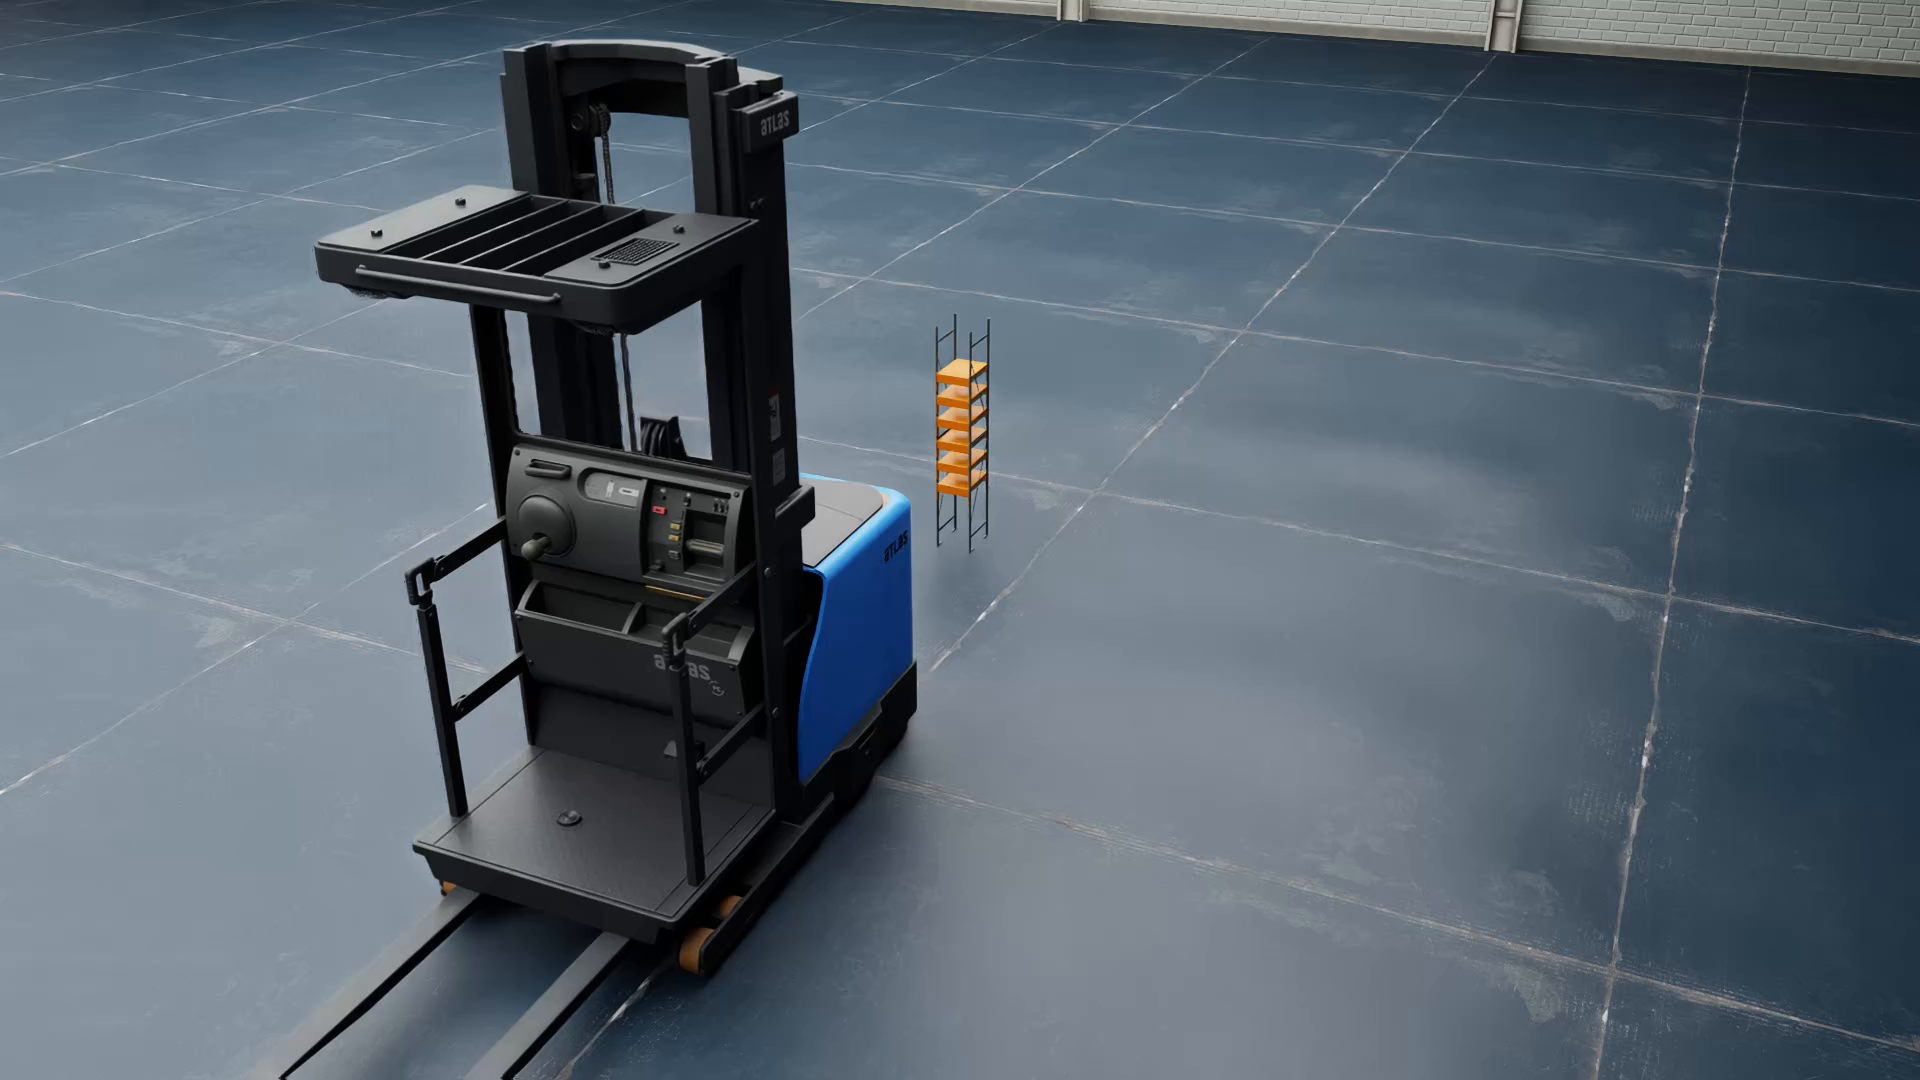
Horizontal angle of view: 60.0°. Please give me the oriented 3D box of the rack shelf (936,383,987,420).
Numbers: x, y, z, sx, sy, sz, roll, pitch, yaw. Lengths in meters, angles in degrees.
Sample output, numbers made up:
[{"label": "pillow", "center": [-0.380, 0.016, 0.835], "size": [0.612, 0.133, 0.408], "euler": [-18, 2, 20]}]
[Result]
[{"label": "rack shelf", "center": [0.013, -0.711, 8.393], "size": [0.180, 0.103, 0.258], "euler": [11, 28, 22]}]

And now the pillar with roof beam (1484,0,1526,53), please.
[{"label": "pillar with roof beam", "center": [5.317, -8.735, 16.305], "size": [0.400, 9.000, 9.100], "euler": [11, 28, 22]}]

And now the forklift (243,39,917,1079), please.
[{"label": "forklift", "center": [-1.234, -0.036, 5.505], "size": [1.130, 2.935, 3.031], "euler": [11, 28, 21]}]

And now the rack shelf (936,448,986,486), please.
[{"label": "rack shelf", "center": [0.013, -0.388, 8.552], "size": [0.180, 0.103, 0.258], "euler": [11, 28, 22]}]

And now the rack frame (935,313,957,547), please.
[{"label": "rack frame", "center": [-0.070, -0.552, 8.514], "size": [0.006, 1.200, 0.240], "euler": [11, 28, 22]}]

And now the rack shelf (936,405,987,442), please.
[{"label": "rack shelf", "center": [0.013, -0.603, 8.446], "size": [0.180, 0.103, 0.258], "euler": [11, 28, 22]}]

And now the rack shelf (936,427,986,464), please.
[{"label": "rack shelf", "center": [0.013, -0.496, 8.499], "size": [0.180, 0.103, 0.258], "euler": [11, 28, 22]}]

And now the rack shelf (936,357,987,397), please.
[{"label": "rack shelf", "center": [0.013, -0.819, 8.340], "size": [0.180, 0.103, 0.258], "euler": [11, 28, 22]}]

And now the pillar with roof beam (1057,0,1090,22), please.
[{"label": "pillar with roof beam", "center": [-0.144, -9.832, 18.533], "size": [0.400, 9.000, 9.100], "euler": [11, 28, 22]}]

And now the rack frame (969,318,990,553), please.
[{"label": "rack frame", "center": [0.096, -0.519, 8.446], "size": [0.006, 1.200, 0.240], "euler": [11, 28, 22]}]

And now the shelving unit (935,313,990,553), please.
[{"label": "shelving unit", "center": [0.013, -0.536, 8.480], "size": [0.189, 1.200, 0.258], "euler": [11, 28, 22]}]

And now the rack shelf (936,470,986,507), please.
[{"label": "rack shelf", "center": [0.013, -0.280, 8.605], "size": [0.180, 0.103, 0.258], "euler": [11, 28, 22]}]
